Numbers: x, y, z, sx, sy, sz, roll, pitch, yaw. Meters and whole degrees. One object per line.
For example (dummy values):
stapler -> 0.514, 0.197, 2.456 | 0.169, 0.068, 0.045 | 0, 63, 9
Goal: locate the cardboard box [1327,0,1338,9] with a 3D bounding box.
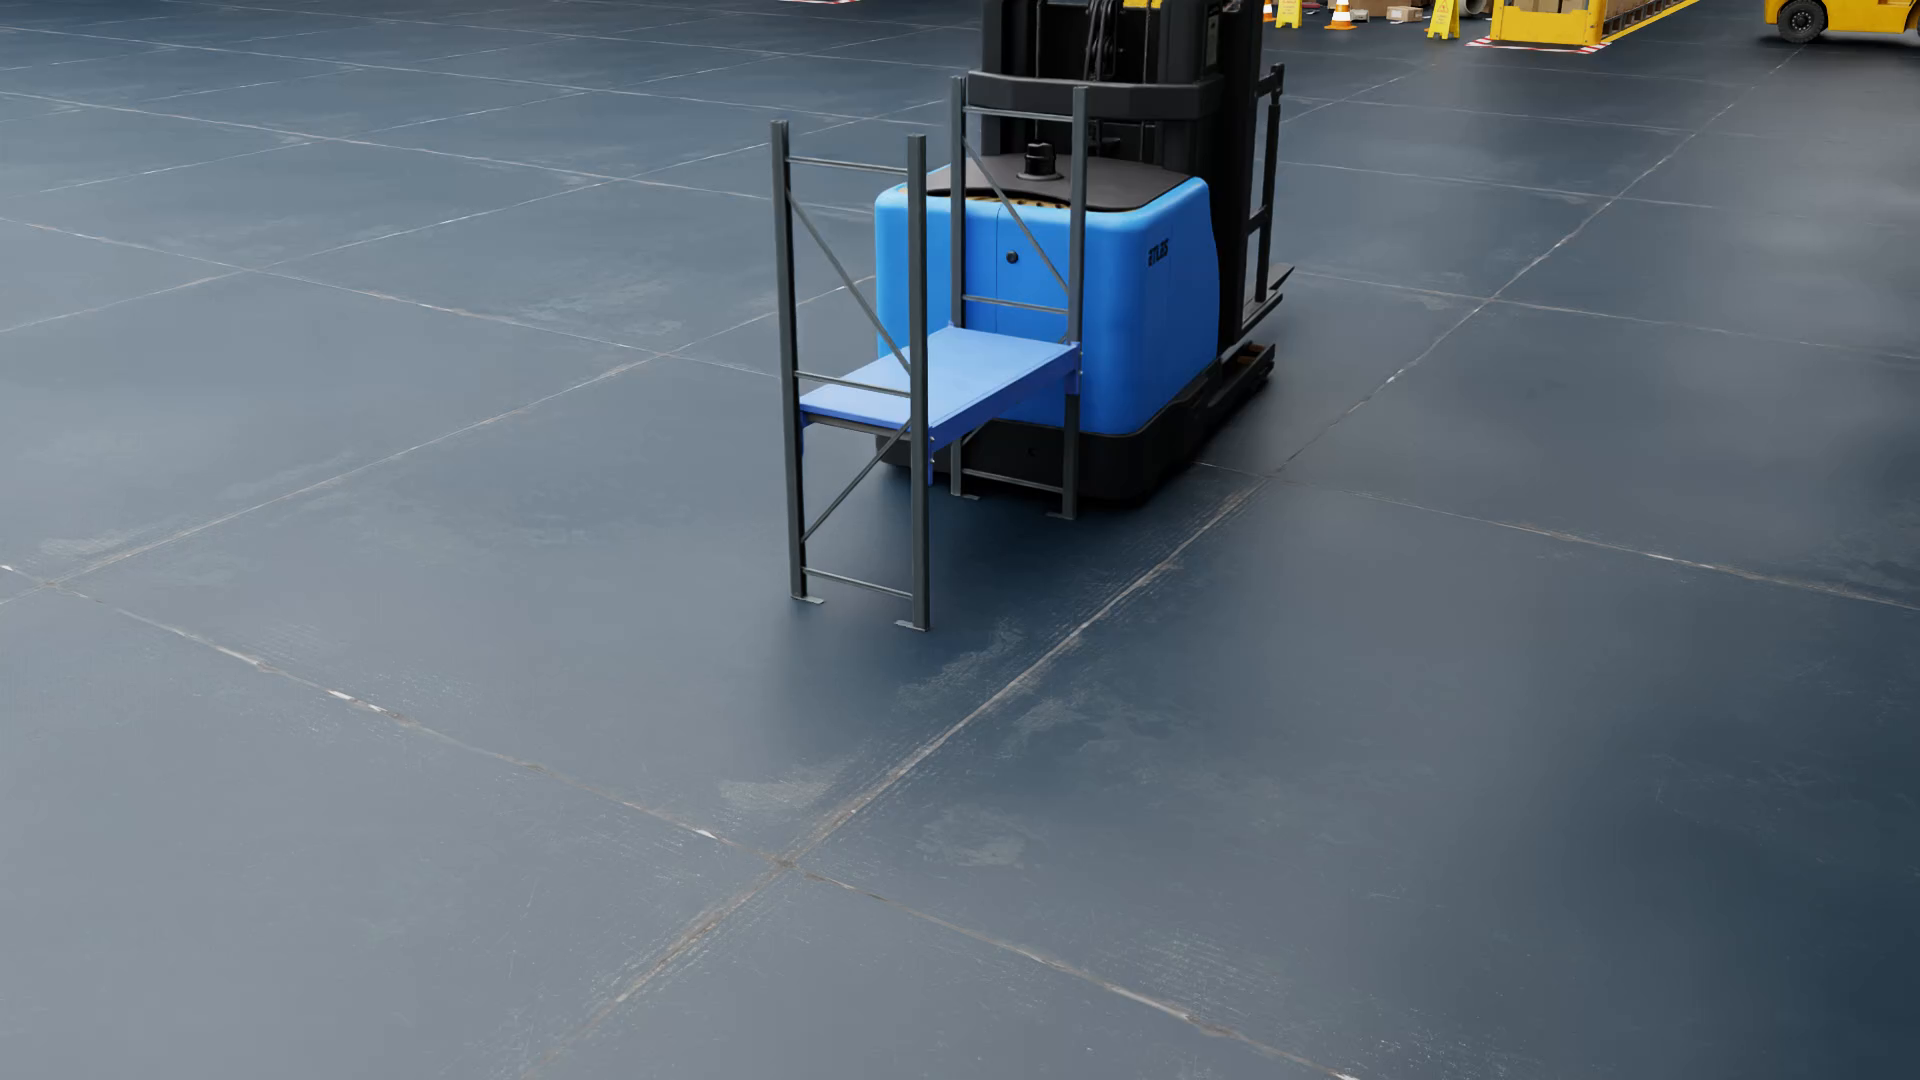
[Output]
cardboard box -> 5.058, -7.109, 21.837 | 0.396, 0.266, 0.258 | 20, 30, 38

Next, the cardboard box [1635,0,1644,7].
cardboard box -> 8.030, -6.649, 20.266 | 0.500, 0.250, 0.500 | 14, 27, 30

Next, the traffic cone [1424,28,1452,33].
traffic cone -> 5.679, -6.228, 19.553 | 0.336, 0.463, 0.334 | 14, 27, 29

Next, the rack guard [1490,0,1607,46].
rack guard -> 6.588, -5.855, 18.645 | 1.175, 0.500, 0.348 | 14, 27, 29

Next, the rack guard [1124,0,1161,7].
rack guard -> 2.277, -6.824, 20.885 | 1.175, 0.500, 0.348 | 14, 27, 29

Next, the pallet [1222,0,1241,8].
pallet -> 3.289, -7.396, 22.569 | 1.003, 0.211, 1.213 | 14, 27, 29

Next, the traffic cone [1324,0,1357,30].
traffic cone -> 4.557, -6.345, 19.825 | 0.336, 0.463, 0.334 | 14, 27, 29

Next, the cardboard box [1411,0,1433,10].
cardboard box -> 5.810, -7.334, 21.886 | 0.797, 0.637, 0.503 | 14, 27, 29

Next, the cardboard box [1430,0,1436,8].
cardboard box -> 6.405, -7.247, 22.155 | 0.258, 0.266, 0.396 | -3, 24, -7

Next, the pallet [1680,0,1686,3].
pallet -> 9.710, -7.723, 23.325 | 1.003, 0.211, 1.213 | 14, 27, 29

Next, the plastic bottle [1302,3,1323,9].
plastic bottle -> 4.659, -7.075, 22.017 | 0.283, 0.061, 0.133 | 5, 24, 11

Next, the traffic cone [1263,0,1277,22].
traffic cone -> 3.776, -6.697, 20.637 | 0.336, 0.463, 0.334 | 14, 27, 29

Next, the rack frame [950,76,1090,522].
rack frame -> 0.191, -0.806, 5.725 | 0.500, 1.500, 0.032 | 13, 27, 27

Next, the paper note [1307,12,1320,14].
paper note -> 4.537, -6.776, 21.365 | 0.142, 0.017, 0.144 | -17, 29, -35

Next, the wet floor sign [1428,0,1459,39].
wet floor sign -> 5.539, -6.056, 18.927 | 0.232, 0.644, 0.267 | -17, 29, -35

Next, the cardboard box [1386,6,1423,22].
cardboard box -> 5.523, -6.533, 20.655 | 0.250, 0.149, 0.380 | -12, 26, -26

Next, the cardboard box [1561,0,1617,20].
cardboard box -> 7.209, -6.122, 19.047 | 0.500, 0.250, 0.500 | 14, 27, 29

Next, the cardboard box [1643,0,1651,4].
cardboard box -> 8.302, -6.820, 20.660 | 0.500, 0.250, 0.500 | 13, 27, 28

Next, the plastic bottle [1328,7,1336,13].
plastic bottle -> 4.839, -6.860, 21.519 | 0.133, 0.061, 0.283 | 5, 24, 11

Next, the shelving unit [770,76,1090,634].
shelving unit -> -0.063, -0.631, 5.321 | 0.538, 1.500, 1.048 | 13, 27, 27

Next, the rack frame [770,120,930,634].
rack frame -> -0.316, -0.456, 4.917 | 0.500, 1.500, 0.032 | 13, 27, 27

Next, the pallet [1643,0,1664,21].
pallet -> 8.334, -6.813, 21.221 | 1.003, 0.211, 1.213 | 14, 27, 29

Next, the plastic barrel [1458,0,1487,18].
plastic barrel -> 6.352, -6.808, 20.944 | 0.421, 0.421, 0.512 | -7, 24, -17

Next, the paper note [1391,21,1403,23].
paper note -> 5.356, -6.350, 20.380 | 0.148, 0.019, 0.142 | 5, 24, 11

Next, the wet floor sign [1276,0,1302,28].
wet floor sign -> 3.957, -6.474, 19.894 | 0.267, 0.644, 0.232 | 9, 25, 20

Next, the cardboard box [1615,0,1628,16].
cardboard box -> 7.484, -6.292, 19.442 | 0.500, 0.250, 0.500 | 15, 28, 31

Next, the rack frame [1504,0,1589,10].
rack frame -> 6.548, -6.976, 18.089 | 1.000, 3.000, 0.127 | 14, 27, 29

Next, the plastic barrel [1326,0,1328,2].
plastic barrel -> 5.104, -7.443, 22.410 | 0.421, 0.421, 0.512 | -7, 24, -17

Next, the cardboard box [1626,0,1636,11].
cardboard box -> 7.762, -6.479, 19.873 | 0.500, 0.250, 0.500 | 16, 28, 32

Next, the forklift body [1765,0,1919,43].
forklift body -> 10.218, -6.570, 18.220 | 2.313, 2.155, 1.214 | 14, 27, 29

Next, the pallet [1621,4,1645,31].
pallet -> 7.691, -6.399, 20.266 | 1.003, 0.211, 1.213 | 14, 27, 29

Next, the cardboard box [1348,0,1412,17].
cardboard box -> 5.324, -6.954, 21.180 | 0.797, 0.503, 0.637 | -3, 24, -7

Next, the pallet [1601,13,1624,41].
pallet -> 7.047, -5.989, 19.319 | 1.003, 0.211, 1.213 | 14, 27, 29

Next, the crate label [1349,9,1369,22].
crate label -> 4.919, -6.474, 20.533 | 0.250, 0.136, 0.298 | 1, 23, 2

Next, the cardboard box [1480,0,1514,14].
cardboard box -> 6.937, -7.104, 21.527 | 0.500, 0.500, 0.500 | -7, 24, -17

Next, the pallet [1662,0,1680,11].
pallet -> 9.068, -7.310, 22.370 | 1.003, 0.211, 1.213 | 14, 27, 29

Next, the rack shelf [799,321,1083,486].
rack shelf -> -0.063, -0.466, 5.392 | 0.538, 0.185, 1.000 | 13, 27, 27

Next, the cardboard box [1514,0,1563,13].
cardboard box -> 6.759, -6.245, 19.331 | 0.500, 0.250, 0.500 | 14, 27, 29

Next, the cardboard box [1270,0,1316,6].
cardboard box -> 4.453, -7.445, 22.314 | 0.500, 0.500, 0.500 | 20, 30, 38

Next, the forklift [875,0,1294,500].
forklift -> 0.751, -2.041, 6.775 | 1.130, 2.935, 3.031 | 10, 25, 22
